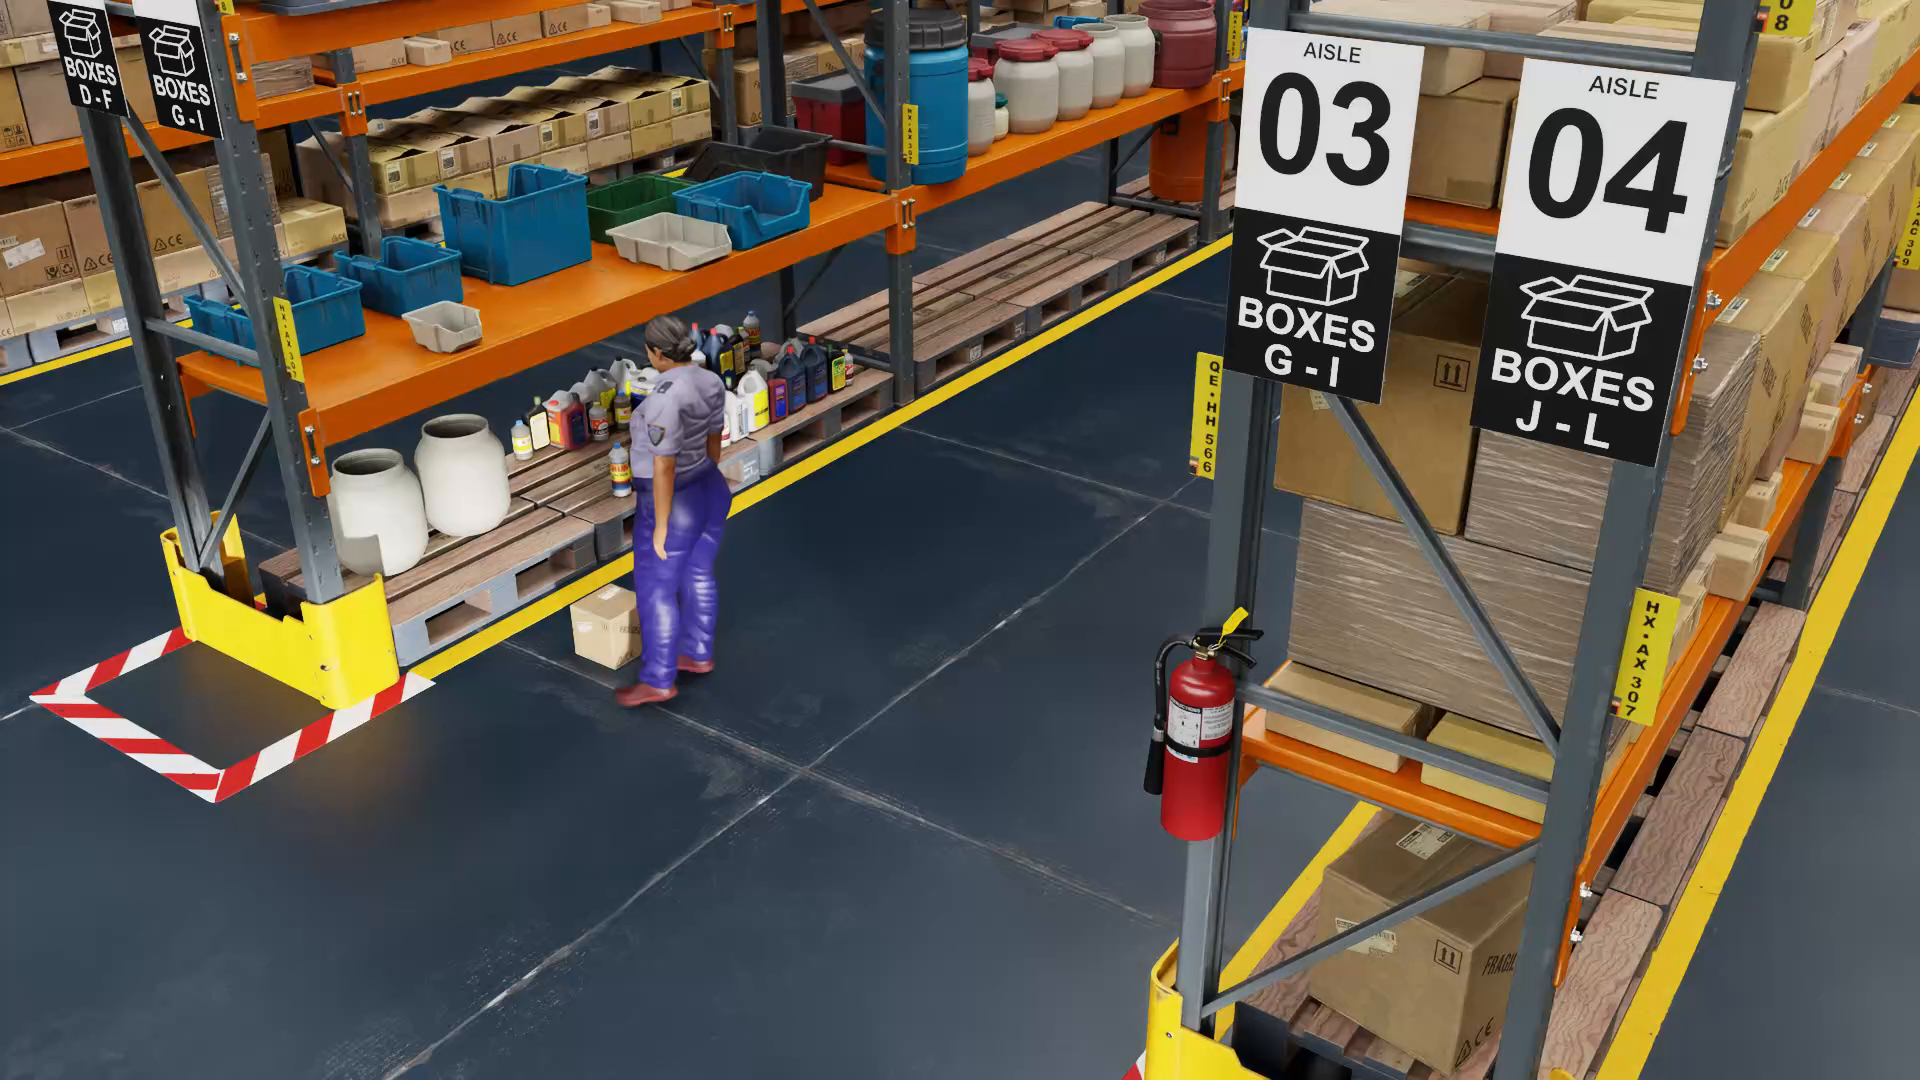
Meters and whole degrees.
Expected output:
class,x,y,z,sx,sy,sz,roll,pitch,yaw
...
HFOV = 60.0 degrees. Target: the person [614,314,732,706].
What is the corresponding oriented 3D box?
class,x,y,z,sx,sy,sz,roll,pitch,yaw
person,-1.195,-0.112,6.859,0.430,1.666,0.547,13,30,23
